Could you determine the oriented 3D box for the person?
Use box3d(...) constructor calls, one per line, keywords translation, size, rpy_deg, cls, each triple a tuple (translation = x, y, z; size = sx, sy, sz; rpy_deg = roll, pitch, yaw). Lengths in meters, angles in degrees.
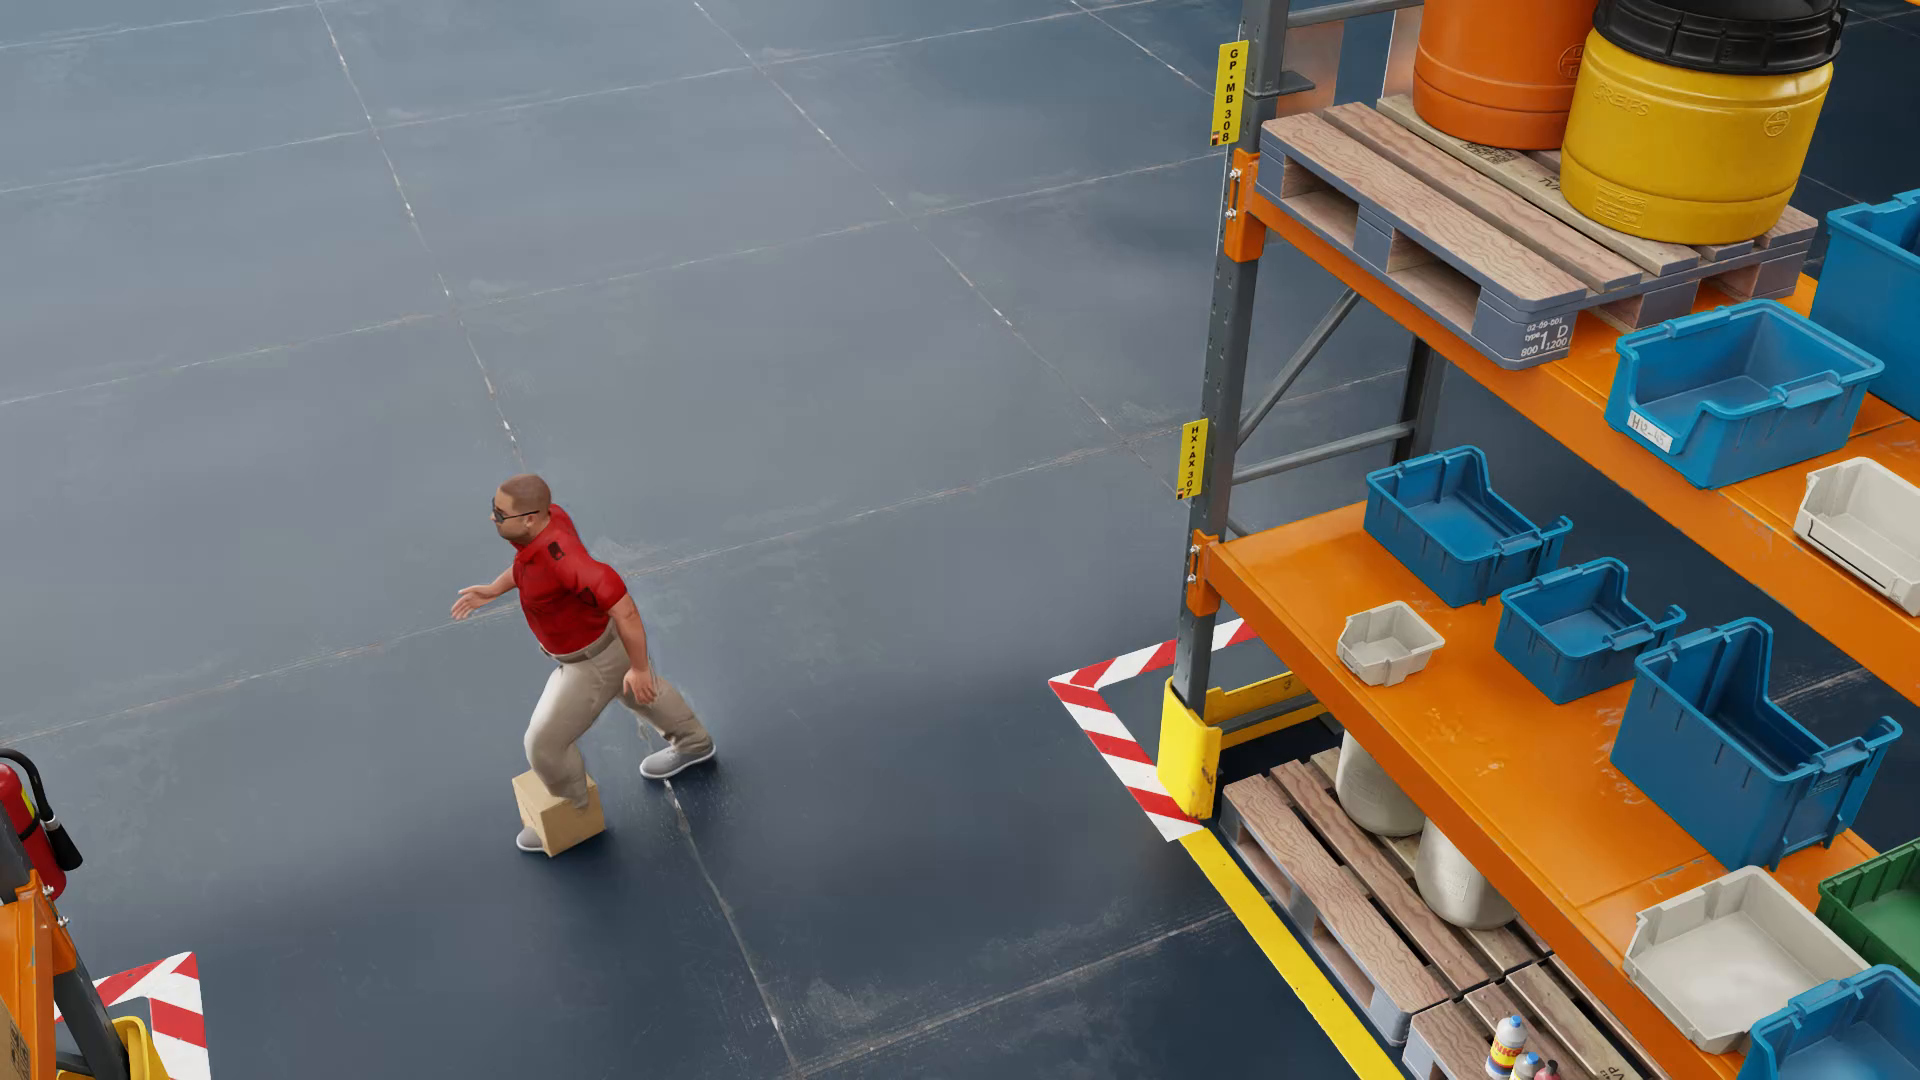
box3d(translation=(-1.434, 0.411, 6.371), size=(0.921, 1.649, 0.678), rpy_deg=(-12, 39, -15), cls="person")
